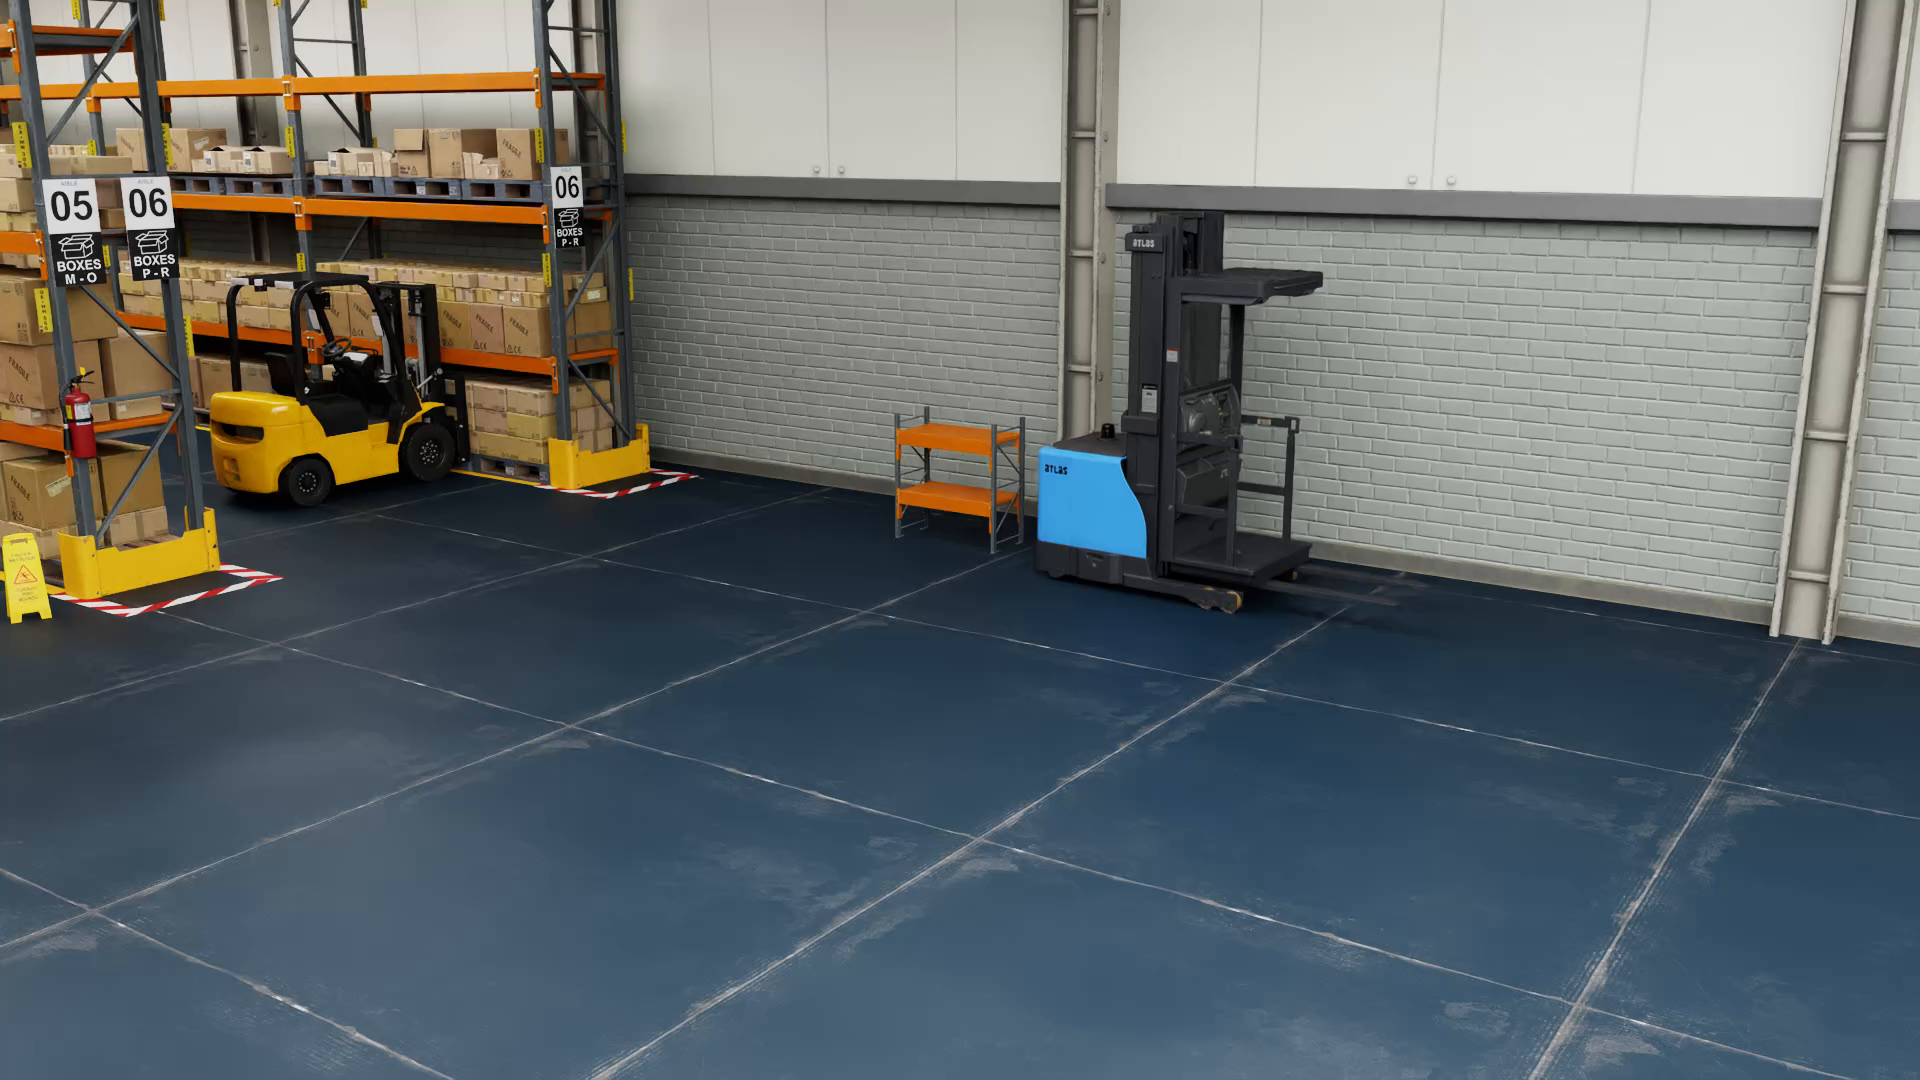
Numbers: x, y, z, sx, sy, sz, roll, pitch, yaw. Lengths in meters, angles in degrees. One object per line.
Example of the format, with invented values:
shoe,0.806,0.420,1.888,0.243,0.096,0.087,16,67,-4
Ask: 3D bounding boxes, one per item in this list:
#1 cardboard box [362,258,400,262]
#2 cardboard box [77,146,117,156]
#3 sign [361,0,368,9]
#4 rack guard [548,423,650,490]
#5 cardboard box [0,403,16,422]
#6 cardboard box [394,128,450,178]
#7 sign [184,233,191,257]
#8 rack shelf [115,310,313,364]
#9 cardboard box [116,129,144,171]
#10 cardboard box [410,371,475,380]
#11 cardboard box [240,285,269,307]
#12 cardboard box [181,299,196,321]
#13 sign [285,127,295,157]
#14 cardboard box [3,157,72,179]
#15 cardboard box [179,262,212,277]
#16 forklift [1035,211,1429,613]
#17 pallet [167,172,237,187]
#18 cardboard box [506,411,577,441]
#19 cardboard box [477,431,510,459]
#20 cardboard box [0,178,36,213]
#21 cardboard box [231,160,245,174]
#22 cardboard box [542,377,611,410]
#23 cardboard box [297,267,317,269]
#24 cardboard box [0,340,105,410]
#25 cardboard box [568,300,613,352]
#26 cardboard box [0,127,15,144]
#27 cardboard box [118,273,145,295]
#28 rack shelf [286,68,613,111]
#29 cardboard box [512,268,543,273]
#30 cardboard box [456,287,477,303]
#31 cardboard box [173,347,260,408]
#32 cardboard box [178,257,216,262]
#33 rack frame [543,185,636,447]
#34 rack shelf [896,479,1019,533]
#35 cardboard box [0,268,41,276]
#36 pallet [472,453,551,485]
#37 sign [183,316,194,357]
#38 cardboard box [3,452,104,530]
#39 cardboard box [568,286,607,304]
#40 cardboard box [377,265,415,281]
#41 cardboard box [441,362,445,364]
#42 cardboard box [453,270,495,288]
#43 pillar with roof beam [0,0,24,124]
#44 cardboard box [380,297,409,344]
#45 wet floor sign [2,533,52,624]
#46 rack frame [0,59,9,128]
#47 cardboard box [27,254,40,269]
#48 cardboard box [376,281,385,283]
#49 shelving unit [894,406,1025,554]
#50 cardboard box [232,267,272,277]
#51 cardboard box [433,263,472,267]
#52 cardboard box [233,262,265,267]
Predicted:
cardboard box,-6.663,-3.167,19.197,0.250,0.149,0.380,9,17,33
cardboard box,-10.867,-4.886,20.941,0.250,0.149,0.380,10,17,35
sign,-6.767,-6.191,18.834,0.005,0.325,0.100,9,17,33
rack guard,-3.758,-0.889,17.373,0.348,0.500,1.175,9,17,33
cardboard box,-7.448,-1.051,13.350,0.250,0.149,0.380,9,16,32
cardboard box,-5.539,-4.118,17.677,0.637,0.503,0.797,10,17,35
sign,-10.109,-3.851,21.729,0.005,0.325,0.100,9,17,33
rack shelf,-8.757,-2.561,20.422,4.000,0.370,1.077,9,17,33
cardboard box,-9.951,-4.789,20.396,0.500,0.500,0.500,9,17,33
cardboard box,-5.602,-1.662,18.061,0.500,0.250,0.500,9,16,32
cardboard box,-8.078,-2.894,19.543,0.500,0.250,0.500,9,16,31
cardboard box,-9.338,-2.861,20.450,0.500,0.250,0.500,9,16,31
sign,-7.392,-4.392,18.350,0.005,0.325,0.100,9,17,33
cardboard box,-6.991,-2.823,12.605,0.250,0.149,0.380,9,17,33
cardboard box,-9.417,-3.315,20.414,0.250,0.149,0.380,9,17,33
forklift,2.110,-1.013,12.817,3.031,2.935,1.130,10,17,35
pallet,-9.803,-4.469,20.786,1.003,0.211,1.213,10,17,35
cardboard box,-4.356,-1.220,17.317,0.500,0.250,0.500,9,16,32
cardboard box,-4.752,-1.043,17.643,0.500,0.250,0.500,9,17,33
cardboard box,-7.120,-2.658,12.767,0.500,0.250,0.500,9,16,32
cardboard box,-8.179,-4.315,19.211,0.250,0.149,0.380,9,17,33
cardboard box,-4.071,-1.562,17.658,0.500,0.250,0.500,9,16,32
cardboard box,-7.669,-3.175,19.849,0.250,0.149,0.380,9,17,33
cardboard box,-7.149,-1.326,13.110,0.500,0.500,0.500,9,16,32
cardboard box,-4.034,-2.276,17.566,0.500,0.500,0.500,10,17,35
cardboard box,-13.205,-5.590,22.881,0.258,0.266,0.396,9,17,33
cardboard box,-10.198,-3.235,20.920,0.500,0.250,0.500,9,17,33
rack shelf,-5.437,-4.742,17.583,4.000,0.370,1.077,9,17,33
cardboard box,-4.560,-2.811,17.760,0.250,0.149,0.380,9,17,33
cardboard box,-5.079,-2.597,17.512,0.250,0.149,0.380,9,16,31
cardboard box,-9.360,-2.057,20.958,0.625,0.625,0.875,10,17,35
cardboard box,-9.754,-3.525,21.264,0.250,0.149,0.380,10,17,34
rack frame,-3.778,-2.105,17.085,0.127,3.000,1.000,9,17,33
rack shelf,-0.006,-0.310,14.750,1.000,0.278,0.538,9,17,33
cardboard box,-7.507,-1.888,13.299,0.500,0.500,0.700,9,17,33
pallet,-4.436,-0.846,17.801,1.213,0.211,1.003,9,17,33
sign,-6.242,-1.644,13.419,0.005,0.325,0.100,9,17,33
cardboard box,-7.355,-0.404,13.499,0.500,0.500,0.500,9,17,33
cardboard box,-3.915,-2.566,17.388,0.250,0.149,0.380,9,16,31
cardboard box,-6.127,-2.914,18.174,0.250,0.149,0.380,9,16,32
cardboard box,-6.152,-1.904,19.039,0.500,0.250,0.500,9,16,32
cardboard box,-5.090,-2.737,17.459,0.250,0.149,0.380,10,17,34
pillar with roof beam,-16.213,-6.041,20.501,0.400,9.000,9.100,9,17,33
cardboard box,-6.012,-2.444,18.248,0.500,0.500,0.500,9,17,32
wet floor sign,-6.985,0.267,12.404,0.267,0.644,0.232,-10,17,-35
rack frame,-13.735,-6.627,22.866,0.127,3.000,1.000,9,17,33
cardboard box,-11.874,-3.614,22.092,0.637,0.503,0.797,9,16,32
cardboard box,-6.152,-2.763,18.184,0.250,0.149,0.380,9,17,32
shelving unit,-0.006,-0.547,14.692,1.048,1.125,0.538,9,17,33
cardboard box,-8.377,-3.137,19.697,0.250,0.149,0.380,9,16,31
cardboard box,-5.619,-2.989,18.477,0.250,0.149,0.380,9,16,32
cardboard box,-8.749,-3.336,20.500,0.250,0.149,0.380,10,17,34
